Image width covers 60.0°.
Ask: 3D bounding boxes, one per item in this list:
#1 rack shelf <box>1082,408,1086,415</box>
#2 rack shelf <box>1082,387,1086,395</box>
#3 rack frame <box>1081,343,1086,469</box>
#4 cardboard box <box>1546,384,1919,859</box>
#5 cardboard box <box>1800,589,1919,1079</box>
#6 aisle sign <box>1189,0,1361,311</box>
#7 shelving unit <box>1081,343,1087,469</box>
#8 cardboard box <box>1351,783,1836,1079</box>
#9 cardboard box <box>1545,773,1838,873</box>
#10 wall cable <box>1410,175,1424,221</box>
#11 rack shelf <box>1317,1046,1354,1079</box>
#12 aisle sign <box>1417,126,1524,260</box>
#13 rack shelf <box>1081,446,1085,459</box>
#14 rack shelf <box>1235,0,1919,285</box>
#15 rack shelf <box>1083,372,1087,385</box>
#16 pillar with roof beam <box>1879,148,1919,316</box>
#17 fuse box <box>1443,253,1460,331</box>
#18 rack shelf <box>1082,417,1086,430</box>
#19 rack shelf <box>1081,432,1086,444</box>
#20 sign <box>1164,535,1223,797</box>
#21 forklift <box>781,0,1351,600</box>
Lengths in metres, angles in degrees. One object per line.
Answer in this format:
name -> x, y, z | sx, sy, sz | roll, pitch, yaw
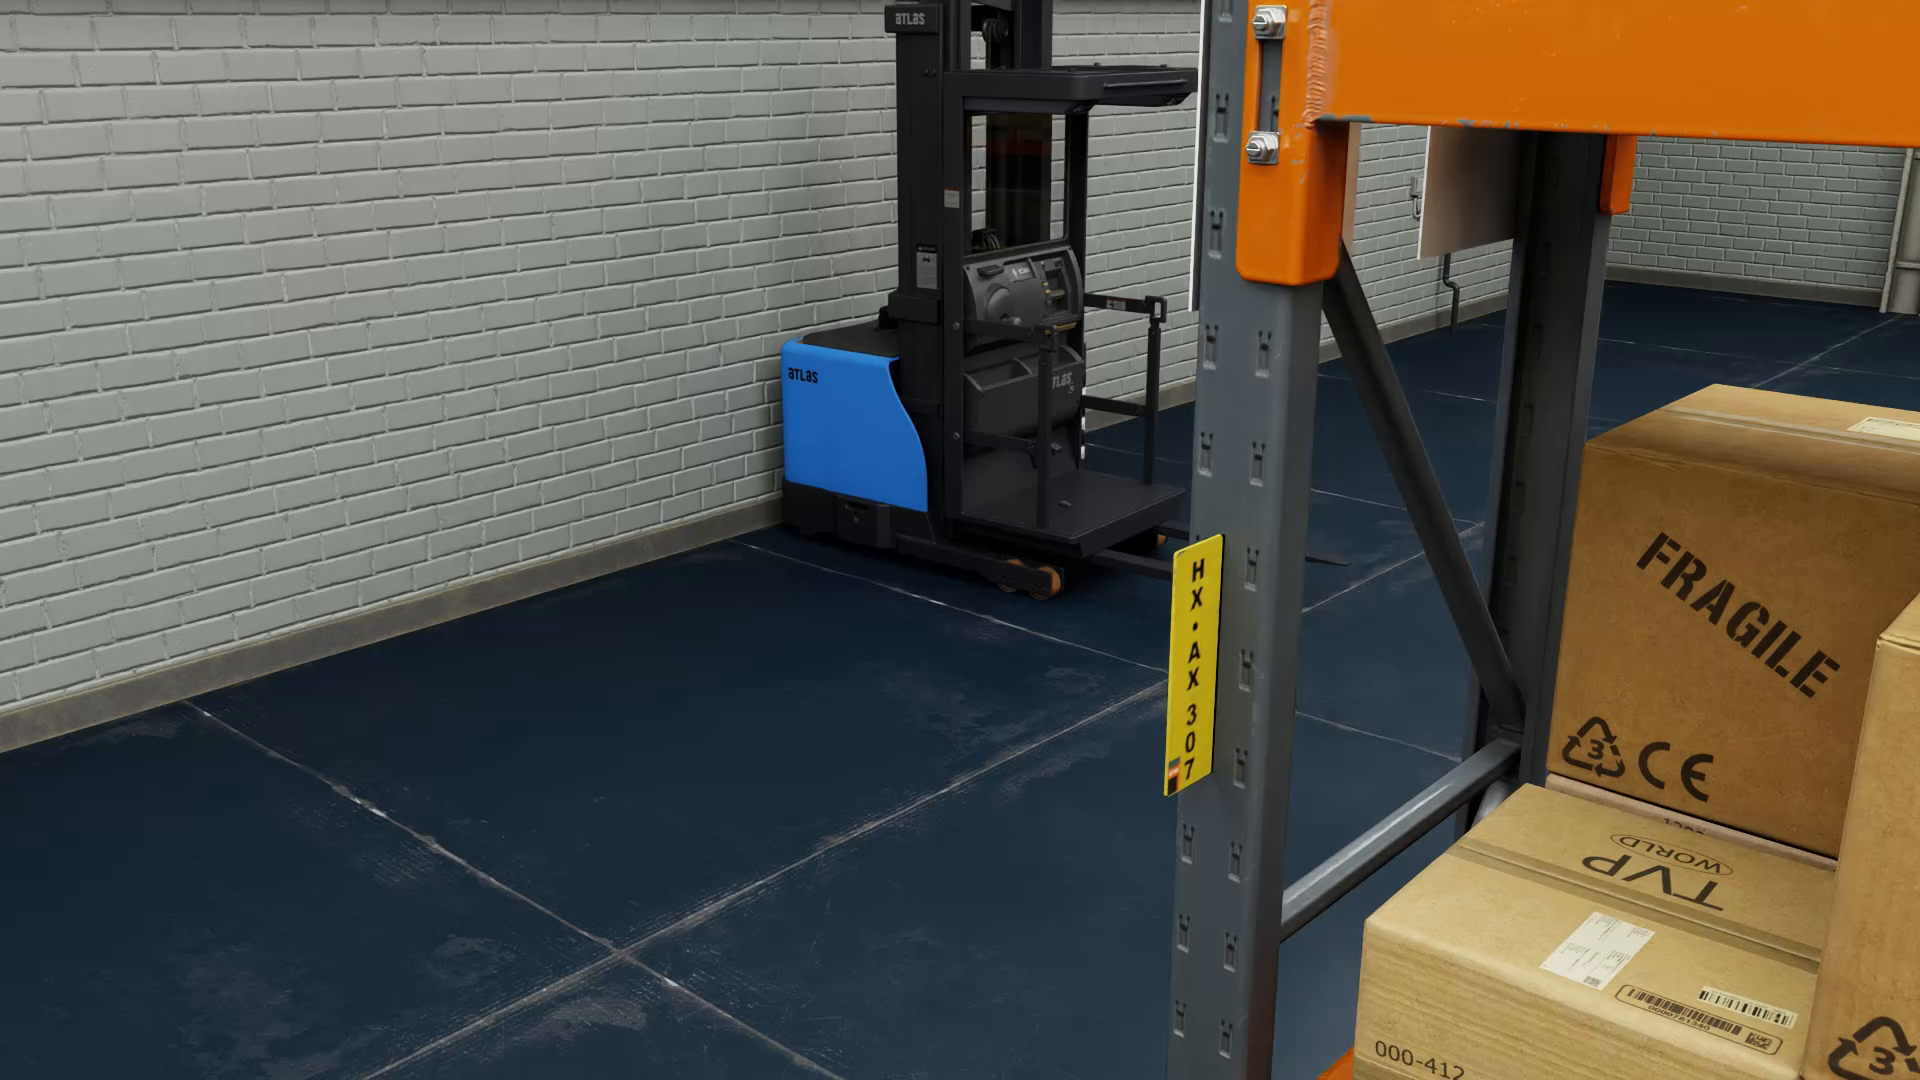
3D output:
rack shelf -> 0.601, -0.764, 9.844 | 0.258, 0.077, 0.200 | 5, 18, 15
rack shelf -> 0.601, -0.850, 9.817 | 0.258, 0.077, 0.200 | 5, 18, 15
rack frame -> 0.628, -0.740, 9.955 | 0.240, 0.900, 0.006 | 5, 18, 15
cardboard box -> 1.205, 0.096, 2.367 | 0.500, 0.500, 0.500 | 15, 23, 40
cardboard box -> 1.220, 0.315, 1.676 | 0.500, 0.500, 0.500 | 14, 23, 38
aisle sign -> 0.413, -0.700, 2.062 | 0.004, 0.787, 0.394 | 15, 23, 39
shelving unit -> 0.601, -0.710, 9.861 | 0.258, 0.900, 0.210 | 5, 18, 15
cardboard box -> 0.846, 0.572, 2.106 | 0.500, 0.250, 0.500 | 14, 23, 38
cardboard box -> 1.204, 0.452, 2.484 | 0.500, 0.250, 0.500 | 15, 23, 38
wall cable -> 3.944, -3.691, 14.104 | 0.122, 1.984, 0.588 | 15, 23, 39
rack shelf -> 2.162, 1.230, 1.467 | 4.000, 0.370, 1.077 | 15, 23, 39
aisle sign -> 0.811, -0.836, 2.490 | 0.004, 0.787, 0.394 | 15, 23, 39
rack shelf -> 0.601, -0.507, 9.926 | 0.258, 0.077, 0.200 | 5, 18, 15
rack shelf -> 2.162, -0.200, 1.014 | 4.000, 0.370, 1.077 | 15, 23, 39
rack shelf -> 0.601, -0.936, 9.790 | 0.258, 0.077, 0.200 | 5, 18, 15
pillar with roof beam -> 6.260, -5.511, 11.602 | 0.400, 9.000, 9.100 | 15, 23, 39
fuse box -> 4.514, -2.716, 14.840 | 0.414, 1.711, 0.539 | 15, 23, 39
rack shelf -> 0.601, -0.678, 9.871 | 0.258, 0.077, 0.200 | 5, 18, 15
rack shelf -> 0.601, -0.592, 9.899 | 0.258, 0.077, 0.200 | 5, 18, 15
sign -> 0.293, 0.159, 2.089 | 0.005, 0.325, 0.100 | 15, 23, 39
forklift -> 0.495, -1.281, 8.304 | 3.031, 2.935, 1.130 | 13, 22, 36
